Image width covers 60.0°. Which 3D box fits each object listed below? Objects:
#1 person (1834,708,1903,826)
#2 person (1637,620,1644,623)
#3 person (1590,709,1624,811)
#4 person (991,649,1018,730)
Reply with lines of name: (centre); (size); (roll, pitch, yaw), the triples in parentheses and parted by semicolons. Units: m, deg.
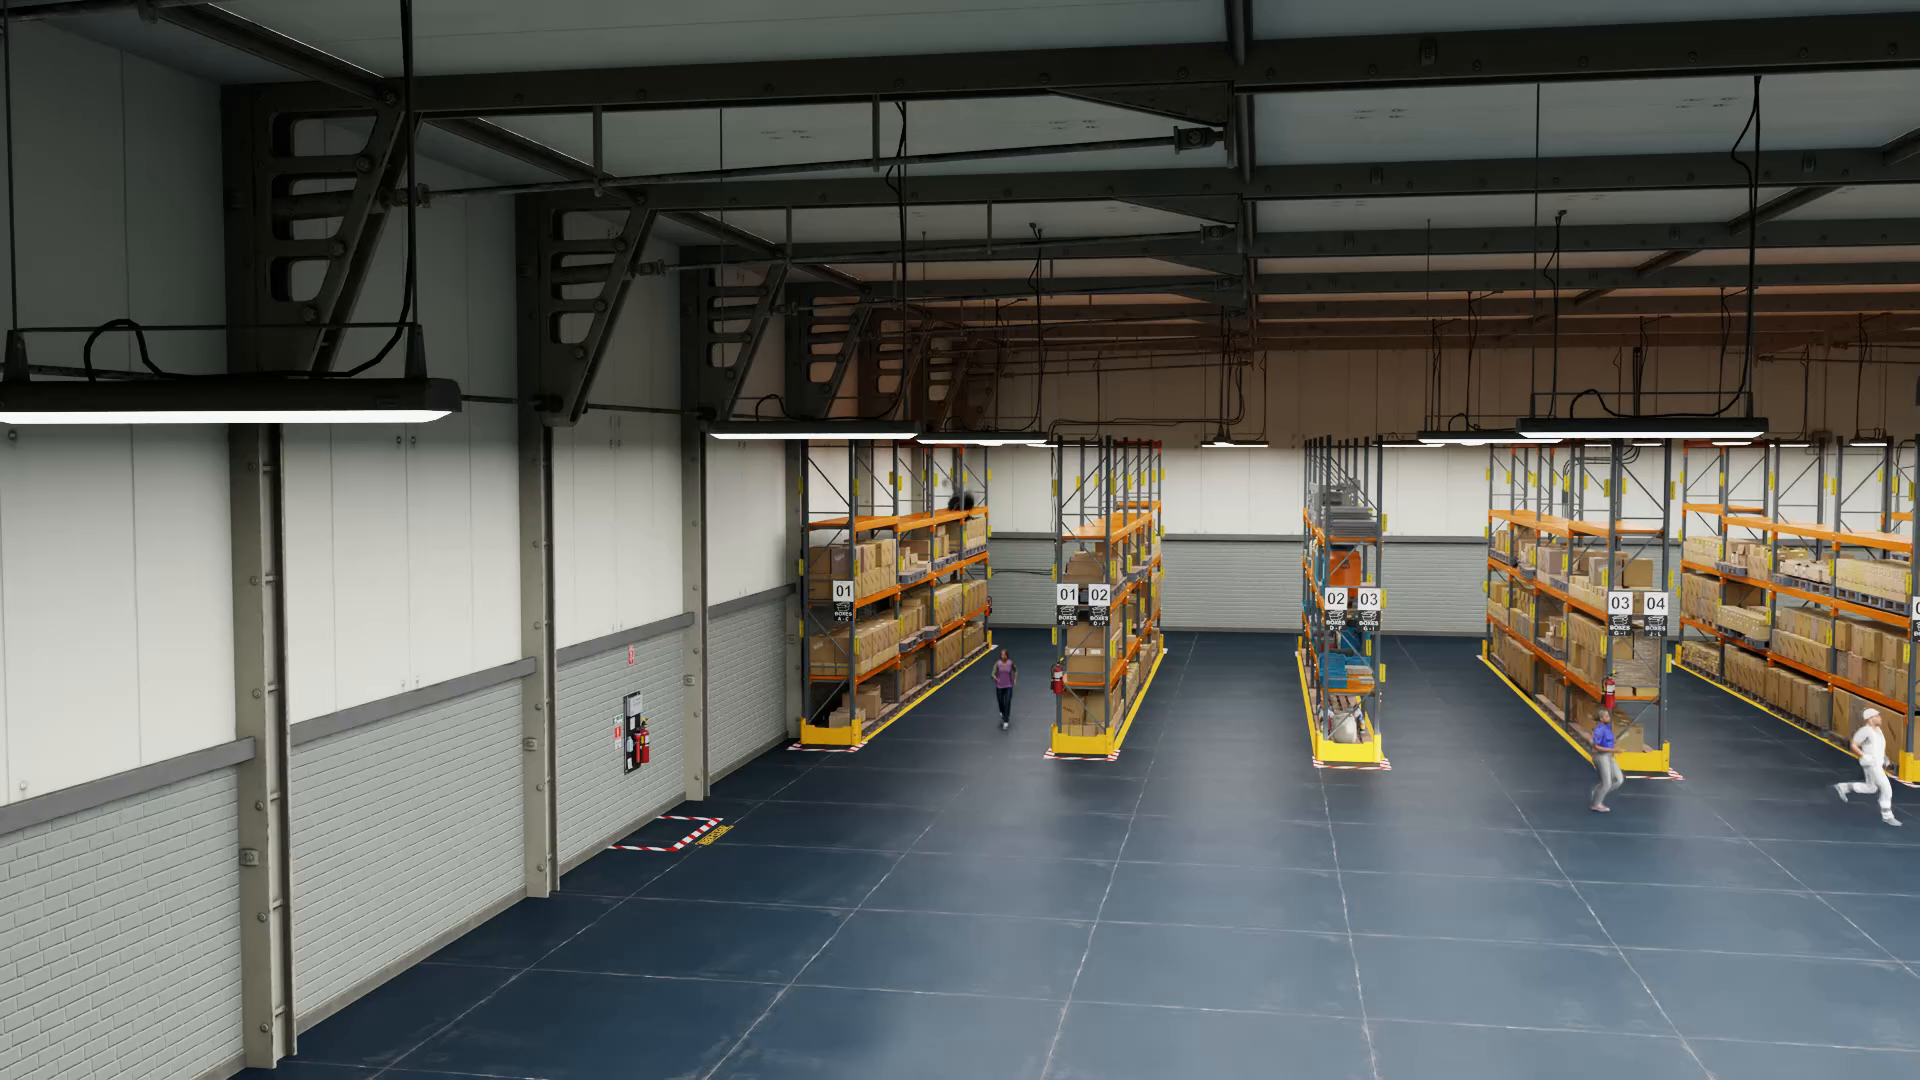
person: (14.050, 3.476, 25.700); (1.004, 1.763, 0.640); (3, 4, 44)
person: (18.481, 2.405, 45.069); (0.771, 1.814, 0.659); (-2, 4, -31)
person: (10.243, 3.484, 26.272); (0.551, 1.612, 0.566); (3, 4, 42)
person: (0.922, 3.060, 34.417); (0.559, 1.609, 0.857); (0, 3, 2)
